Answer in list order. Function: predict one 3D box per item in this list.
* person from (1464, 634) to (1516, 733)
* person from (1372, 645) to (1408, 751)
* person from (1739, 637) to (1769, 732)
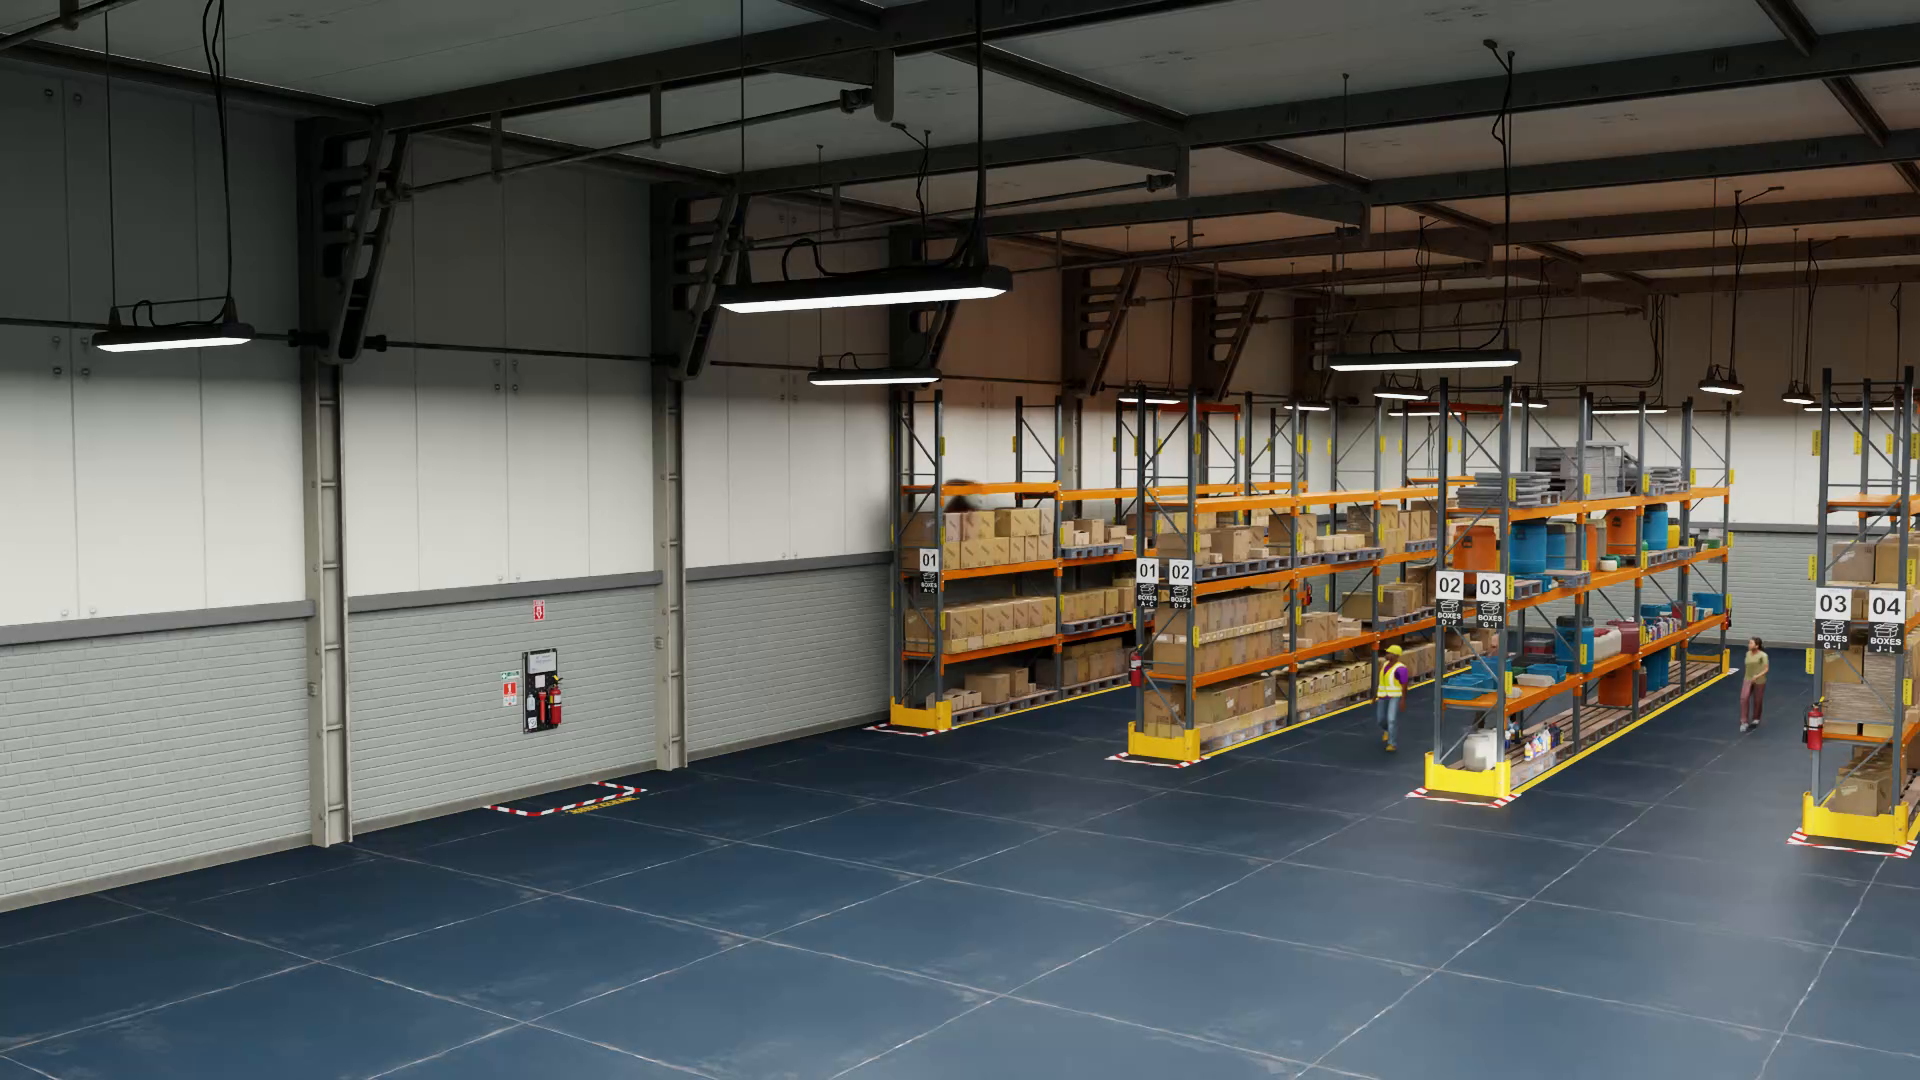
[{"bbox_3d":[9.336,2.507,29.020,1.140,1.730,0.597,-2,4,-28],"label":"person"},{"bbox_3d":[7.131,2.583,27.492,0.618,1.722,0.856,2,4,32],"label":"person"},{"bbox_3d":[14.126,2.537,29.505,0.431,1.651,0.973,2,4,35],"label":"person"}]
